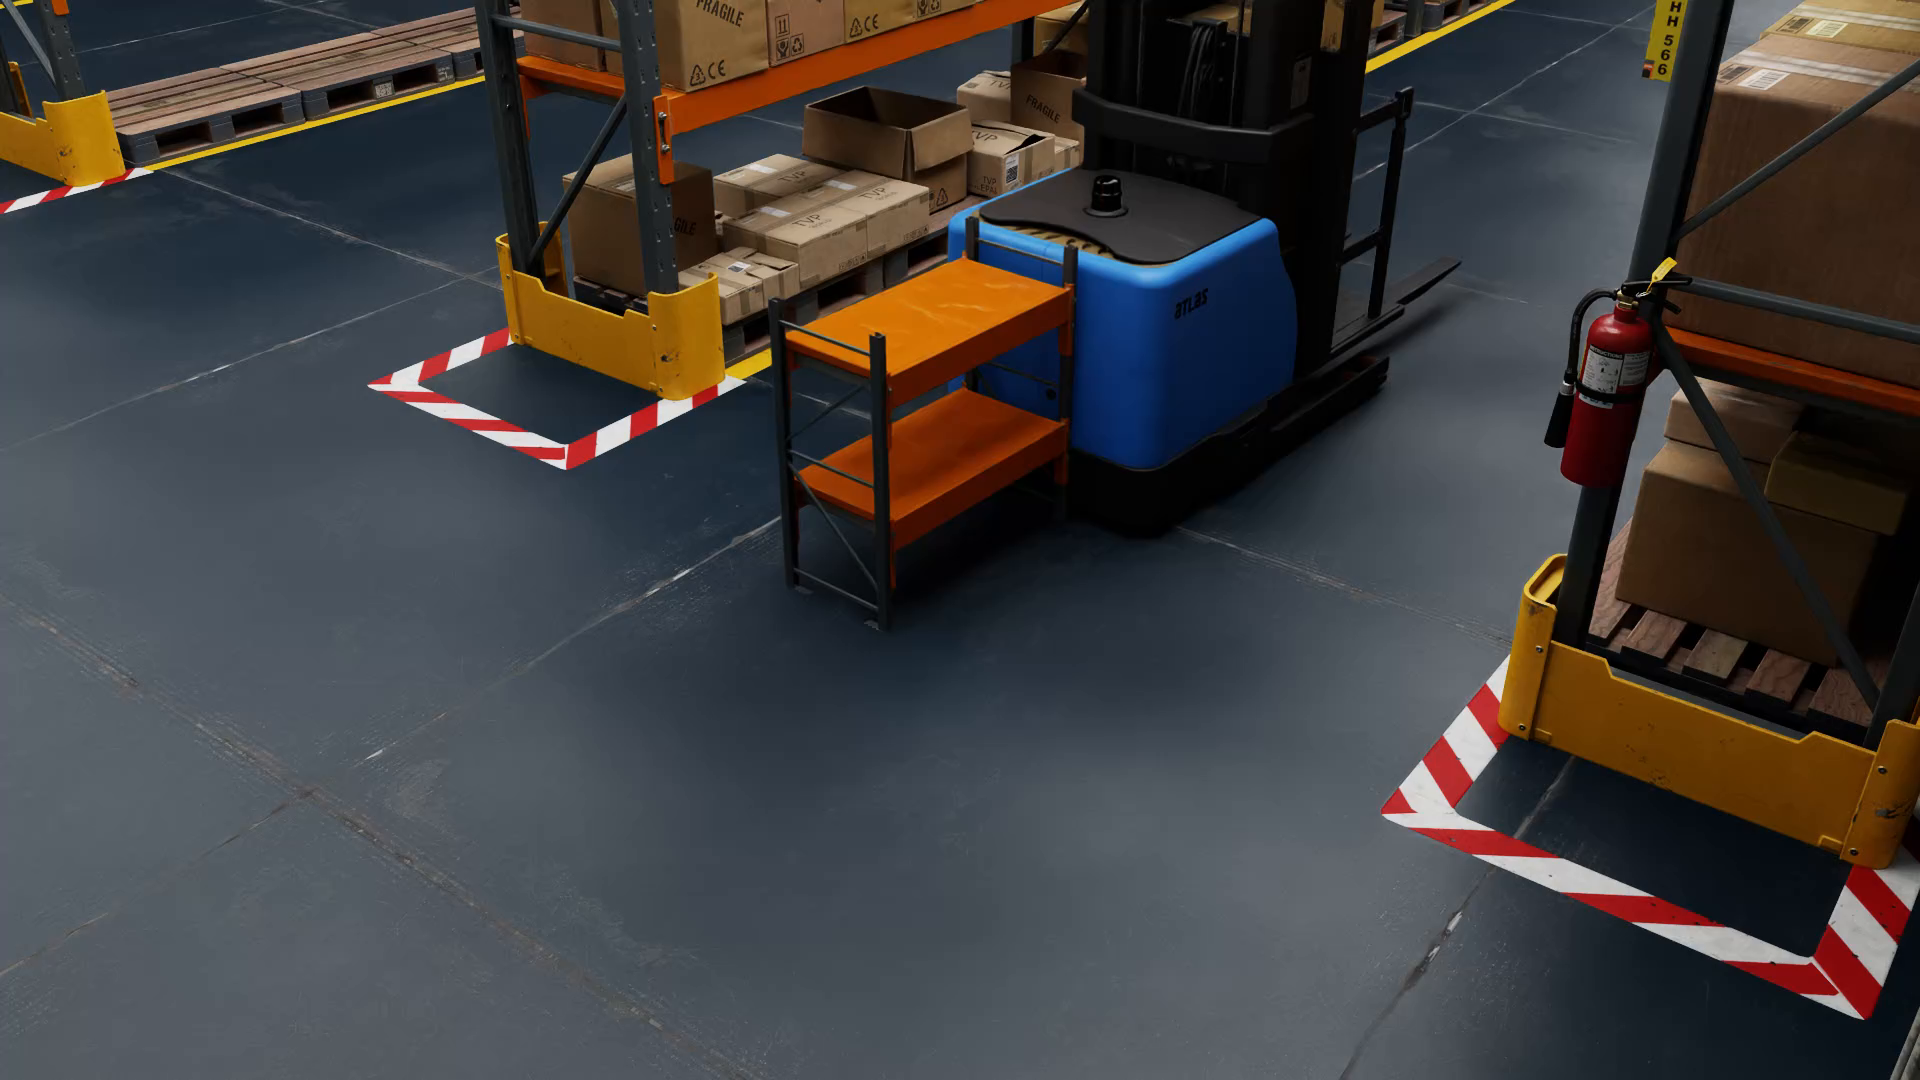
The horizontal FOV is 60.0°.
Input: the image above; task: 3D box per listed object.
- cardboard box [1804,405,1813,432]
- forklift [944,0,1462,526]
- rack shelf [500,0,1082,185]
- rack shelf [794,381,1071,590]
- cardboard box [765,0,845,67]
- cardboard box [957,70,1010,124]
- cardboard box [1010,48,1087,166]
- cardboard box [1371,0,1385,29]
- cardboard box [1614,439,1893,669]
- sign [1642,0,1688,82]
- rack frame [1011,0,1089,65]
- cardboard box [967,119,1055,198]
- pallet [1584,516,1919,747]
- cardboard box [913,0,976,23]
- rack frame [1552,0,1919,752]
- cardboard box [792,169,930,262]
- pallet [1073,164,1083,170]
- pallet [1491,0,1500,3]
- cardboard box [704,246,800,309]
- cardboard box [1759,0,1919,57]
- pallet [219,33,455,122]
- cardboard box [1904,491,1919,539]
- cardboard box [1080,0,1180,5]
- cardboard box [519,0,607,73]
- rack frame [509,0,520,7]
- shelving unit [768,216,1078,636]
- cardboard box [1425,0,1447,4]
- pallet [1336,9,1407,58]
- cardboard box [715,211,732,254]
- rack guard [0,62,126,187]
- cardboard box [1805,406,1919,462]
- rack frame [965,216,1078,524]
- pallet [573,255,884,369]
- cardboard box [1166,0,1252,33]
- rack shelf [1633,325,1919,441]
[{"bbox_3d":[2.719,-0.504,5.666,0.380,0.149,0.250,22,37,33],"label":"cardboard box"},{"bbox_3d":[1.270,-1.991,6.839,1.130,2.935,3.031,23,38,34],"label":"forklift"},{"bbox_3d":[-0.454,-2.618,8.536,1.077,0.370,4.000,21,37,31],"label":"rack shelf"},{"bbox_3d":[-0.108,-0.226,6.112,0.538,0.278,1.000,23,38,34],"label":"rack shelf"},{"bbox_3d":[-0.876,-2.468,7.479,0.500,0.500,0.500,21,36,31],"label":"cardboard box"},{"bbox_3d":[0.327,-2.669,10.122,0.500,0.311,0.500,21,37,31],"label":"cardboard box"},{"bbox_3d":[0.635,-2.536,9.711,0.500,0.500,0.500,21,37,31],"label":"cardboard box"},{"bbox_3d":[2.790,-4.028,12.229,0.500,0.500,0.500,23,37,33],"label":"cardboard box"},{"bbox_3d":[2.633,-0.012,5.473,0.700,0.500,0.500,21,37,31],"label":"cardboard box"},{"bbox_3d":[1.866,-1.364,4.346,0.100,0.325,0.005,21,37,31],"label":"sign"},{"bbox_3d":[0.753,-3.741,9.724,1.000,3.000,0.127,21,37,31],"label":"rack frame"},{"bbox_3d":[0.183,-2.149,9.245,0.500,0.311,0.500,21,37,31],"label":"cardboard box"},{"bbox_3d":[2.711,0.259,5.711,1.003,0.211,1.213,21,37,31],"label":"pallet"},{"bbox_3d":[-0.268,-2.874,8.164,0.500,0.500,0.500,22,37,32],"label":"cardboard box"},{"bbox_3d":[2.290,-0.592,4.411,1.000,3.000,0.127,21,37,31],"label":"rack frame"},{"bbox_3d":[-0.503,-1.661,8.481,0.500,0.250,0.500,21,37,31],"label":"cardboard box"},{"bbox_3d":[0.338,-2.262,9.964,1.003,0.211,1.213,21,37,31],"label":"pallet"},{"bbox_3d":[4.433,-4.983,14.556,1.003,0.211,1.213,21,37,31],"label":"pallet"},{"bbox_3d":[-0.984,-1.251,7.871,0.380,0.166,0.250,21,37,31],"label":"cardboard box"},{"bbox_3d":[3.020,-1.230,5.194,0.980,0.700,0.700,21,36,31],"label":"cardboard box"},{"bbox_3d":[-4.343,-3.258,11.645,1.003,0.211,1.213,21,37,31],"label":"pallet"},{"bbox_3d":[3.238,-0.420,6.162,0.700,0.500,0.500,20,36,30],"label":"cardboard box"},{"bbox_3d":[1.128,-3.342,11.071,0.500,0.500,0.500,21,37,31],"label":"cardboard box"},{"bbox_3d":[-1.608,-2.423,7.404,0.500,0.500,0.500,22,37,33],"label":"cardboard box"},{"bbox_3d":[-3.194,-5.266,12.299,1.000,3.000,0.127,21,37,31],"label":"rack frame"},{"bbox_3d":[-0.108,-0.436,5.988,0.538,1.125,1.048,23,38,34],"label":"shelving unit"},{"bbox_3d":[3.718,-4.487,13.268,0.500,0.250,0.500,21,37,31],"label":"cardboard box"},{"bbox_3d":[2.687,-3.875,12.686,1.003,0.211,1.213,21,37,31],"label":"pallet"},{"bbox_3d":[-1.213,-1.519,8.323,0.380,0.166,0.250,21,37,31],"label":"cardboard box"},{"bbox_3d":[-5.612,-2.552,10.170,1.175,0.500,0.348,21,37,31],"label":"rack guard"},{"bbox_3d":[3.022,-0.385,5.466,0.380,0.149,0.250,21,37,31],"label":"cardboard box"},{"bbox_3d":[0.220,-0.635,6.322,0.500,1.125,0.032,23,38,34],"label":"rack frame"},{"bbox_3d":[-1.135,-1.270,8.291,1.003,0.211,1.213,21,37,31],"label":"pallet"},{"bbox_3d":[1.553,-3.196,10.826,0.500,0.500,0.500,22,37,32],"label":"cardboard box"},{"bbox_3d":[3.498,-1.095,5.966,1.077,0.370,4.000,21,37,31],"label":"rack shelf"}]
